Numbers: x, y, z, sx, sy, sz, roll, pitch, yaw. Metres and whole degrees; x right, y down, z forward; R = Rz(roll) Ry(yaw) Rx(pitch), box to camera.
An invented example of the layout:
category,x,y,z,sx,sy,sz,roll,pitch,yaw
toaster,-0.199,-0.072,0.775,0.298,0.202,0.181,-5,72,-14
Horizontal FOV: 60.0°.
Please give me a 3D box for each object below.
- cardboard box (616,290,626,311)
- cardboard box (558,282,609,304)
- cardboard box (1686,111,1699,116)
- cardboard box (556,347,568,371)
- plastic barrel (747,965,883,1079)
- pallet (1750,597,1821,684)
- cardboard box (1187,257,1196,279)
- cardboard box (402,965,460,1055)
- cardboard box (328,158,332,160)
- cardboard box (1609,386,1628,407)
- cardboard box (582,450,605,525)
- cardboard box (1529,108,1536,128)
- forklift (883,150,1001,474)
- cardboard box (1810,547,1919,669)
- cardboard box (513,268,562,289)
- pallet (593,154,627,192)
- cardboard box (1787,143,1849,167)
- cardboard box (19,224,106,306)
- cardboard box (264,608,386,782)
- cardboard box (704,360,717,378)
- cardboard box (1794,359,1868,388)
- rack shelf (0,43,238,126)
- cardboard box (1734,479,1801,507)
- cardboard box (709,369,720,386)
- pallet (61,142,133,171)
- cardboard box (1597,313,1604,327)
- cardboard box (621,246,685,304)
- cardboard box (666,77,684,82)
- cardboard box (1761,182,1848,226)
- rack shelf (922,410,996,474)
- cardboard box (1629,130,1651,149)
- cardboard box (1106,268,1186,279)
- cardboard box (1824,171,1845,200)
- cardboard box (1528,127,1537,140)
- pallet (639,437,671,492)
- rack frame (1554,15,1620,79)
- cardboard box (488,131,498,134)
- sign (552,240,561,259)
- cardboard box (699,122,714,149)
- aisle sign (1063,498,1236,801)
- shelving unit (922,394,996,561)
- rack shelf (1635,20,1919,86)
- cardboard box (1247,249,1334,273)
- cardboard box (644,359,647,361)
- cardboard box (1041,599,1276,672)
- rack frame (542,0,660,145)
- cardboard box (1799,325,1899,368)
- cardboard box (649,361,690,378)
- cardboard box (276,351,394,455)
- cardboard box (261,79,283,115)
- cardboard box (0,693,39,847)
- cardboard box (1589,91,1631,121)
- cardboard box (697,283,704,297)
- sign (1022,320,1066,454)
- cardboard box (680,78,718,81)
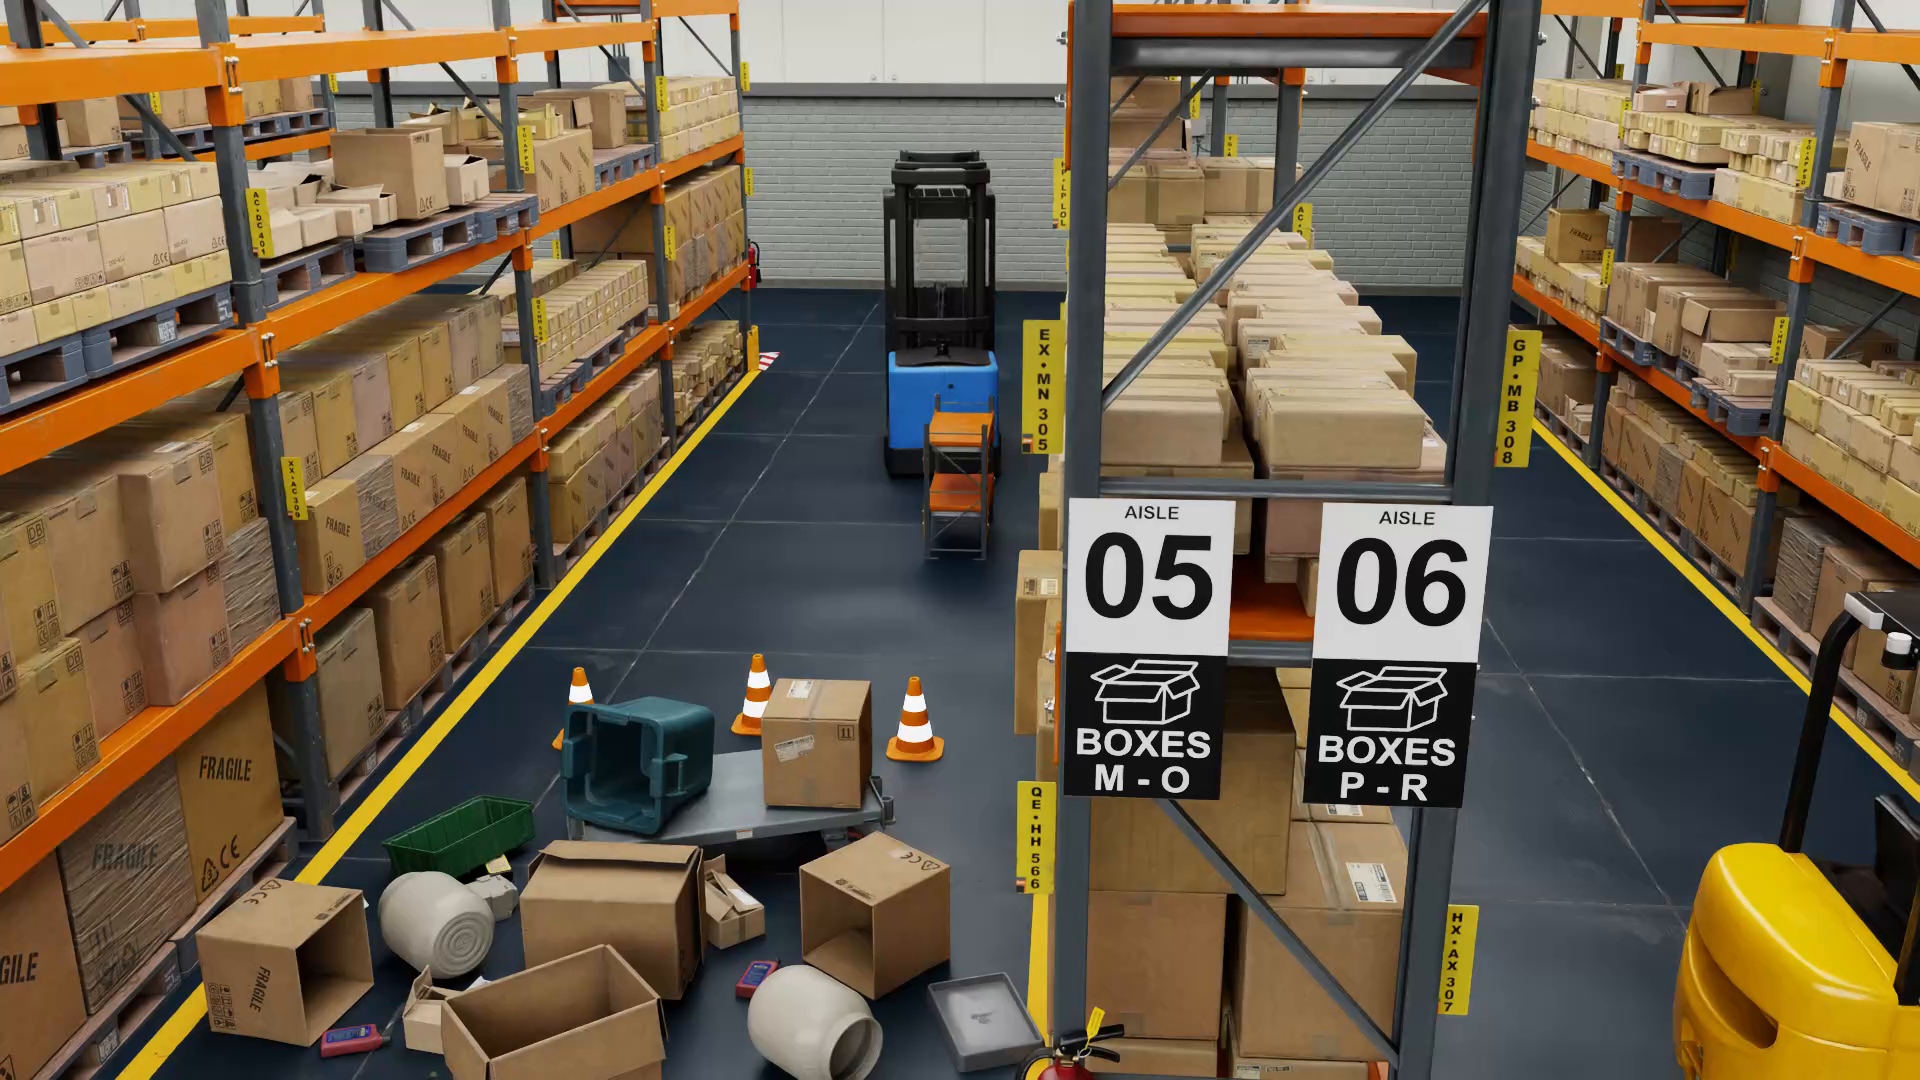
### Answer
category,x,y,z,sx,sy,sz,roll,pitch,yaw
cardboard box,-3.218,-2.155,14.935,0.380,0.149,0.250,1,18,2
cardboard box,-3.261,-2.135,14.394,0.380,0.149,0.250,0,18,1
cardboard box,6.658,-3.716,14.719,0.380,0.149,0.250,1,18,3
cardboard box,-3.348,-1.445,13.245,0.380,0.149,0.250,2,18,7
plastic barrel,-0.610,2.049,6.989,0.512,0.421,0.421,17,25,41
pallet,6.178,0.705,11.432,1.003,0.211,1.213,1,18,4
cardboard box,1.275,-1.094,7.390,0.500,0.250,0.500,1,18,3
cardboard box,-2.192,2.053,7.231,0.396,0.266,0.258,4,19,13
cardboard box,-3.891,-2.474,11.146,0.500,0.311,0.500,1,18,4
cardboard box,6.272,-1.331,15.467,0.380,0.149,0.250,2,18,7
cardboard box,-3.282,-0.445,13.805,0.500,0.500,0.500,1,18,5
cardboard box,6.545,-4.723,18.466,0.500,0.250,0.500,1,18,3
forklift,-0.210,-2.421,16.604,1.130,2.935,3.031,-1,18,-2
cardboard box,6.179,0.451,10.869,0.875,0.625,0.625,2,18,6
cardboard box,-3.855,-2.390,15.174,0.380,0.149,0.250,1,18,4
pallet,-3.555,-3.130,14.144,1.213,0.211,1.003,1,18,4
cardboard box,6.006,-2.673,11.569,0.380,0.149,0.250,2,18,6
cardboard box,-3.760,-1.093,6.552,0.500,0.250,0.500,1,18,3
cardboard box,-3.951,0.854,9.439,1.050,0.750,0.750,1,18,4
cardboard box,-2.888,-1.876,18.257,0.380,0.149,0.250,1,18,4
cardboard box,5.960,-1.138,11.376,0.380,0.149,0.250,2,18,6
rack shelf,-4.050,-1.519,5.904,1.077,0.370,4.000,1,18,4
cardboard box,6.059,-0.354,12.483,0.380,0.149,0.250,0,18,1
cardboard box,-2.898,-1.820,18.565,0.380,0.149,0.250,2,18,5
pallet,-8.289,-3.496,15.267,0.805,0.209,1.217,1,18,2
cardboard box,6.334,-2.102,15.925,0.380,0.149,0.250,2,18,5
cardboard box,-3.046,-2.643,16.533,0.500,0.500,0.500,1,18,3
cardboard box,-3.332,-5.155,18.818,0.380,0.149,0.250,2,18,6
cardboard box,6.071,-2.394,11.834,0.500,0.250,0.500,1,18,2
rack shelf,0.000,-0.815,13.663,0.538,0.278,1.000,1,18,4
cardboard box,6.092,-3.507,14.559,0.380,0.149,0.250,1,18,5
cardboard box,0.651,-0.931,6.252,0.380,0.149,0.250,1,18,3
cardboard box,5.948,-2.335,10.954,0.380,0.166,0.250,1,18,4
cardboard box,6.595,-4.572,18.644,0.380,0.149,0.250,2,18,5
pallet,-3.387,-0.739,15.839,1.003,0.211,1.213,1,18,4
rack frame,6.850,-6.210,18.424,1.000,3.000,0.127,1,18,4
cardboard box,-3.769,-3.030,13.376,0.500,0.500,0.500,1,18,4
sign,-3.875,-2.727,16.037,0.100,0.325,0.005,1,18,4
cardboard box,-2.911,-4.277,17.582,0.500,0.250,0.500,2,18,6
aisle sign,0.458,0.278,4.083,0.394,0.787,0.004,1,18,4
shelving unit,0.000,-0.537,13.754,0.538,1.125,1.048,1,18,4
rack shelf,6.420,-3.815,12.911,1.077,0.370,4.000,1,18,4
cardboard box,1.296,-1.079,6.704,0.380,0.149,0.250,2,18,6
cardboard box,-3.554,-1.872,17.768,0.380,0.149,0.250,0,18,1
cardboard box,0.614,0.516,5.288,0.700,0.500,0.500,1,18,4
rack frame,-3.333,-5.157,15.208,1.000,3.000,0.127,1,18,4
cardboard box,6.469,-1.278,12.171,0.500,0.500,0.500,2,18,7
cardboard box,-3.058,-1.781,17.490,0.380,0.149,0.250,1,18,2
cardboard box,-3.805,-0.815,9.826,0.700,0.500,0.500,1,18,4
cardboard box,-8.130,-5.075,18.782,0.700,0.500,0.500,1,18,2
cardboard box,-4.029,0.891,6.145,0.875,0.550,0.550,1,18,4
cardboard box,6.387,-4.170,15.975,0.500,0.250,0.500,1,18,3
cardboard box,-2.940,-2.677,17.679,0.380,0.149,0.250,2,18,6
sign,0.199,-0.364,3.979,0.100,0.325,0.005,1,18,4
cardboard box,-2.910,-5.065,18.545,0.380,0.149,0.250,1,18,2
